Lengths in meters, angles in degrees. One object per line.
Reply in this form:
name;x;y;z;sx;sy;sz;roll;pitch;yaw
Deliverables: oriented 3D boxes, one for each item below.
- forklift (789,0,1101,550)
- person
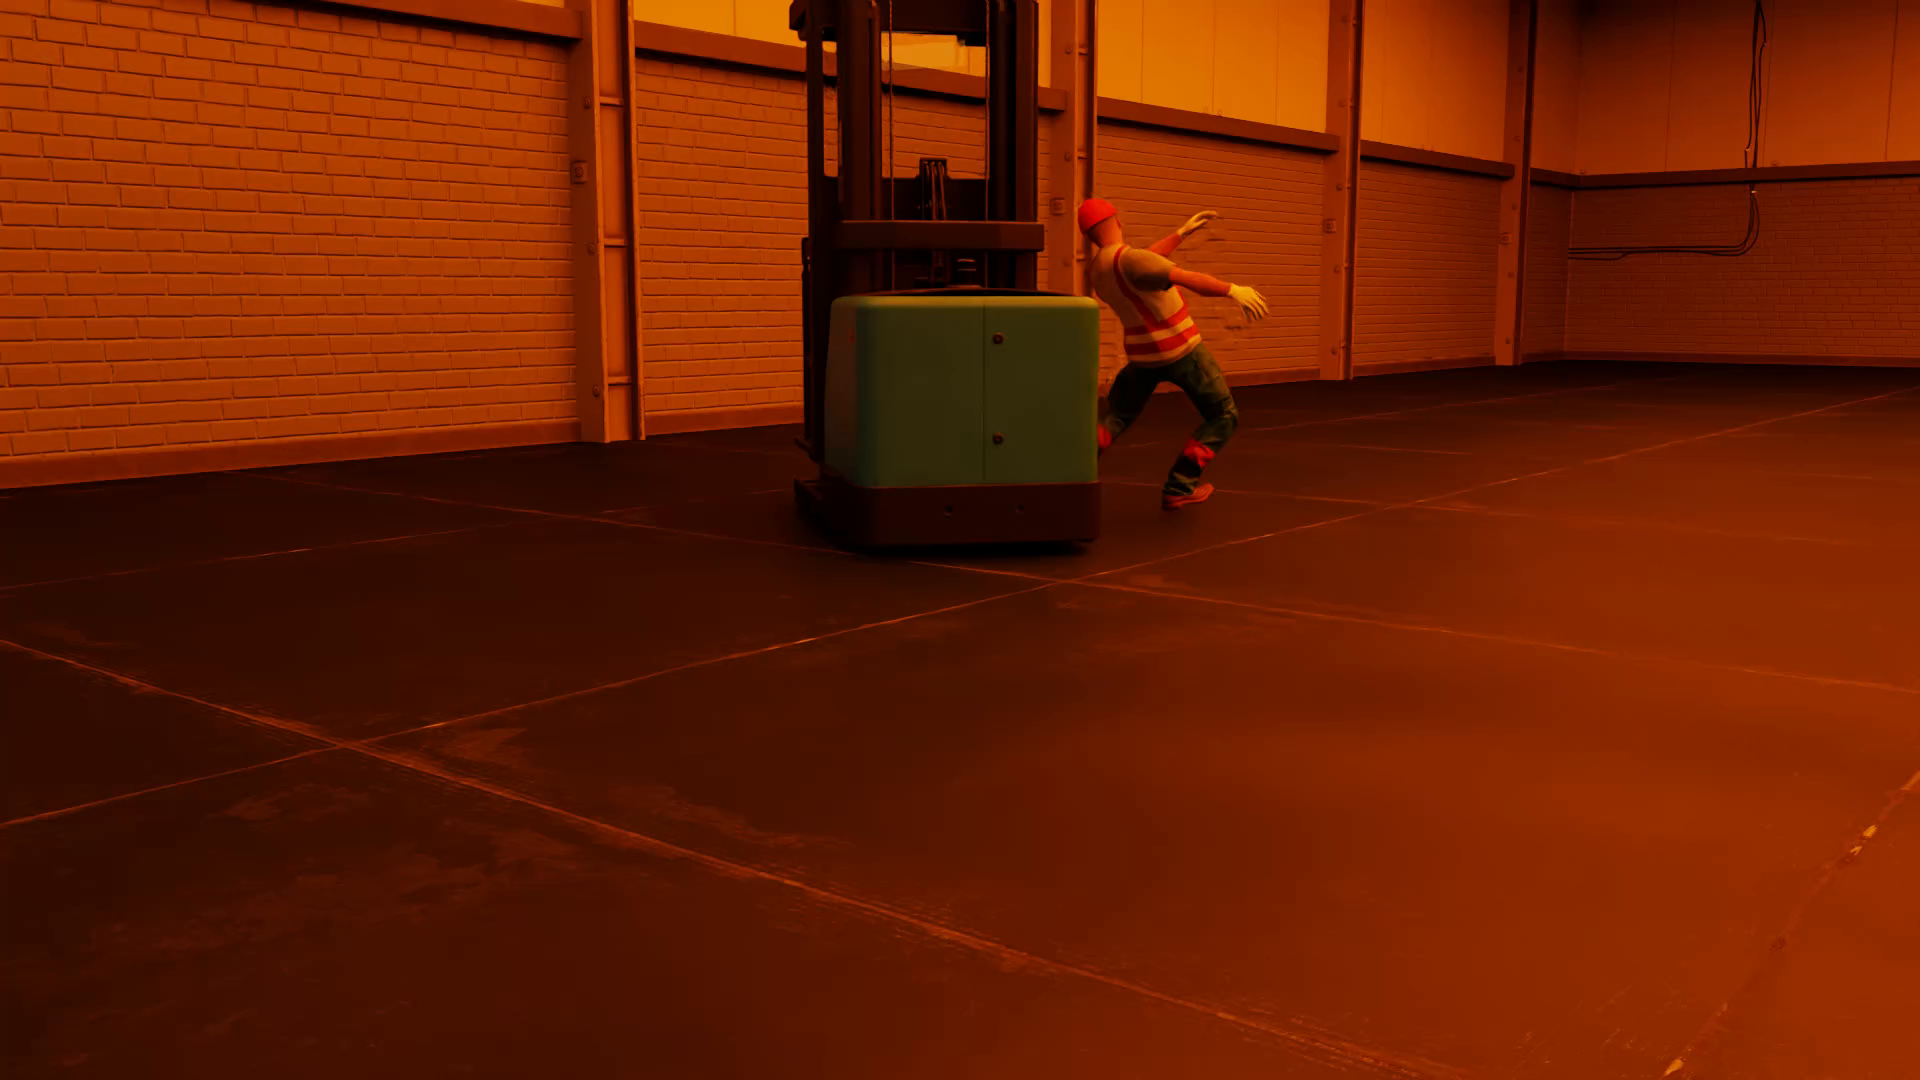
forklift;-0.225;-1.581;8.086;1.130;2.935;3.031;-2;9;-12
person;1.061;-0.916;8.218;0.775;1.532;1.044;-7;11;-39
